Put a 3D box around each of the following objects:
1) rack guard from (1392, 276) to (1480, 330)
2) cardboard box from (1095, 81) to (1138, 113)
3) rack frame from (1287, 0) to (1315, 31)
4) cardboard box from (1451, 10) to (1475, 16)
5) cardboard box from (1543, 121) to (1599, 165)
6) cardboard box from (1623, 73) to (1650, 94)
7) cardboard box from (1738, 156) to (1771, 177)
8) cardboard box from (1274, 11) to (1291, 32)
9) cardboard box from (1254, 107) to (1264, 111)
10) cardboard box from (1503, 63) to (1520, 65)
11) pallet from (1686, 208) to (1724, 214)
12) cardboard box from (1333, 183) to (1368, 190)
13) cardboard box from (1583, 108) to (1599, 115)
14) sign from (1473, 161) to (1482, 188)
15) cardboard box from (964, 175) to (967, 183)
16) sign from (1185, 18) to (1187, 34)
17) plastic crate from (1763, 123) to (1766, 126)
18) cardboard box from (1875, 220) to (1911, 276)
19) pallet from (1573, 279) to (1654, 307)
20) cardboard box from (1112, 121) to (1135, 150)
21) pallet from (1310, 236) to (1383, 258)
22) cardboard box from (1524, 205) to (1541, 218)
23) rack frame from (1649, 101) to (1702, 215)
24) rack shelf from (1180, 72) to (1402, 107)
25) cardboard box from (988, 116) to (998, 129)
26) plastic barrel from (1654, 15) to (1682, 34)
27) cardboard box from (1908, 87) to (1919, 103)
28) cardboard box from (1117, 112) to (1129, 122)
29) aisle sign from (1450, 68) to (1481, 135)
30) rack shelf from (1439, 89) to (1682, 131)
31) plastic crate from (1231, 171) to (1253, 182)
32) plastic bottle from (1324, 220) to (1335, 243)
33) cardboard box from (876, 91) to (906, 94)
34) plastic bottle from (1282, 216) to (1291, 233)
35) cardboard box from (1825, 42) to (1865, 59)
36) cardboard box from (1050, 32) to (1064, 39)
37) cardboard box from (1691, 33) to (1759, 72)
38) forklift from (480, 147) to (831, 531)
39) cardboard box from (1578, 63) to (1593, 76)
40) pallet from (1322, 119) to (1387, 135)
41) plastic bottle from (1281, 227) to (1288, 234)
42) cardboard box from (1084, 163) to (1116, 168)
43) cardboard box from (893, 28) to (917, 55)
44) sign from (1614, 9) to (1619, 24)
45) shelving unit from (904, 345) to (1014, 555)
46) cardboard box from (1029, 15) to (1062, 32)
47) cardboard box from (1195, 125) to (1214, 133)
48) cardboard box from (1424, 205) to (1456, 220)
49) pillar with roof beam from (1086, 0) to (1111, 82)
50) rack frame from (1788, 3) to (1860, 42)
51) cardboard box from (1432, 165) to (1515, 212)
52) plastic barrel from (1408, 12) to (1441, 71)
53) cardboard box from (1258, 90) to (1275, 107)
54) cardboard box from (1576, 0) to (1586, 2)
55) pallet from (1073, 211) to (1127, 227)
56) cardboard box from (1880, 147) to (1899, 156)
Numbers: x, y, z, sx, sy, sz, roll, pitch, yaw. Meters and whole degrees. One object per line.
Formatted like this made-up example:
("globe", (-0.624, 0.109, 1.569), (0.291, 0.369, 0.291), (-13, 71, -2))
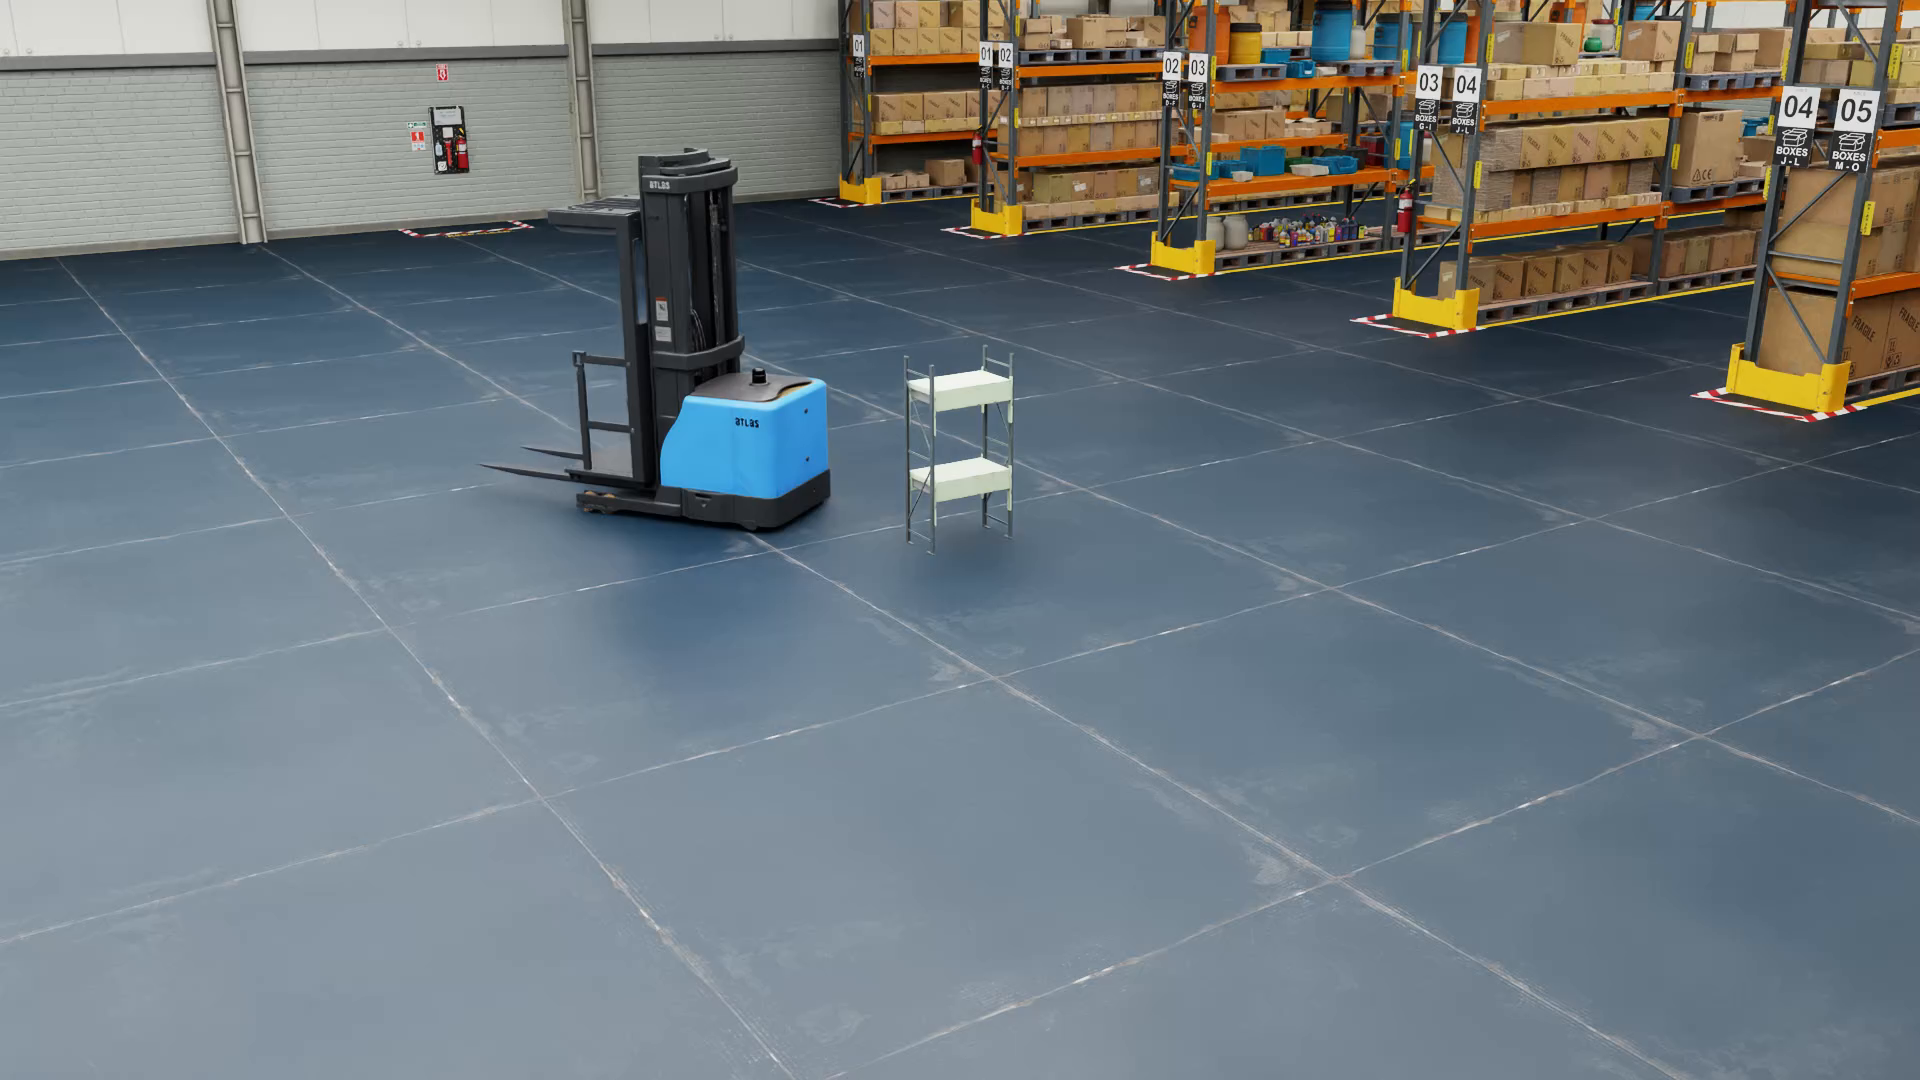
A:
("rack guard", (6.171, -3.087, 21.594), (0.348, 0.500, 1.175), (-12, 22, -31))
("cardboard box", (2.796, -8.017, 30.094), (0.500, 0.500, 0.700), (-12, 22, -31))
("rack frame", (7.957, -13.188, 38.203), (0.127, 3.000, 1.000), (-12, 22, -31))
("cardboard box", (10.223, -10.667, 34.462), (0.600, 0.600, 0.600), (-14, 23, -36))
("cardboard box", (7.969, -5.208, 21.784), (0.500, 0.500, 0.500), (-12, 22, -31))
("cardboard box", (8.769, -6.073, 22.074), (0.500, 0.250, 0.500), (-11, 22, -30))
("cardboard box", (11.545, -5.436, 24.194), (0.258, 0.266, 0.396), (-13, 22, -33))
("cardboard box", (7.162, -11.897, 38.225), (0.500, 0.500, 0.700), (-13, 23, -34))
("cardboard box", (6.745, -9.889, 38.173), (0.250, 0.149, 0.380), (-13, 22, -33))
("cardboard box", (7.090, -6.081, 21.478), (0.250, 0.149, 0.380), (-12, 22, -31))
("pallet", (13.998, -6.515, 32.186), (1.213, 0.211, 1.003), (-12, 22, -31))
("cardboard box", (7.881, -7.345, 33.503), (0.500, 0.500, 0.500), (-11, 22, -29))
("cardboard box", (13.801, -9.622, 36.866), (0.500, 0.500, 0.500), (-11, 22, -30))
("sign", (6.406, -4.522, 20.587), (0.005, 0.325, 0.100), (-12, 22, -31))
("cardboard box", (-0.071, -7.518, 34.564), (0.250, 0.149, 0.380), (-14, 23, -36))
("sign", (4.913, -11.162, 36.086), (0.005, 0.325, 0.100), (-12, 22, -31))
("plastic crate", (16.046, -8.314, 33.472), (0.298, 0.136, 0.250), (-12, 22, -31))
("cardboard box", (9.483, -3.164, 17.687), (0.550, 0.550, 0.875), (-12, 22, -31))
("pallet", (8.907, -3.513, 23.307), (1.213, 0.211, 1.003), (-12, 22, -31))
("cardboard box", (2.778, -7.398, 30.288), (0.500, 0.500, 0.700), (-12, 22, -31))
("pallet", (6.140, -4.859, 27.287), (1.213, 0.211, 1.003), (-12, 22, -31))
("cardboard box", (7.323, -4.296, 21.659), (0.250, 0.149, 0.380), (-12, 22, -31))
("rack frame", (13.406, -7.696, 31.325), (0.127, 3.000, 1.000), (-12, 22, -31))
("rack shelf", (5.054, -7.015, 25.750), (4.000, 0.370, 1.077), (-12, 22, -31))
("cardboard box", (0.626, -8.625, 34.277), (0.500, 0.250, 0.500), (-12, 22, -31))
("plastic barrel", (12.755, -9.190, 30.111), (0.600, 0.588, 0.600), (0, 19, 0))
("cardboard box", (9.426, -4.481, 16.712), (0.250, 0.149, 0.380), (-12, 22, -31))
("cardboard box", (2.833, -7.639, 29.987), (0.250, 0.149, 0.380), (-11, 22, -30))
("aisle sign", (6.221, -5.398, 20.469), (0.004, 0.787, 0.394), (-12, 22, -31))
("rack shelf", (7.778, -5.690, 21.831), (4.000, 0.370, 1.077), (-12, 22, -31))
("plastic crate", (4.308, -5.529, 25.327), (0.250, 0.136, 0.298), (-12, 22, -31))
("plastic bottle", (5.915, -4.959, 26.679), (0.185, 0.351, 0.144), (-12, 22, -32))
("cardboard box", (-1.363, -8.752, 33.480), (0.500, 0.500, 0.500), (-12, 22, -31))
("plastic bottle", (5.309, -5.101, 27.099), (0.185, 0.351, 0.144), (-12, 22, -32))
("cardboard box", (9.055, -5.033, 17.099), (0.250, 0.149, 0.380), (-12, 22, -31))
("cardboard box", (1.479, -8.796, 29.257), (0.500, 0.250, 0.500), (-12, 22, -31))
("cardboard box", (10.682, -6.853, 23.332), (0.637, 0.503, 0.797), (-11, 22, -29))
("forklift", (-2.668, -1.750, 13.846), (3.031, 2.935, 1.130), (8, 20, 21))
("cardboard box", (7.964, -6.109, 21.559), (0.250, 0.149, 0.380), (-13, 23, -33))
("pallet", (7.871, -8.364, 33.602), (1.003, 0.211, 1.213), (-12, 22, -31))
("plastic bottle", (5.257, -4.973, 26.953), (0.097, 0.201, 0.097), (0, 19, 0))
("cardboard box", (2.609, -6.690, 30.816), (0.500, 0.500, 0.500), (-12, 22, -31))
("cardboard box", (-1.180, -9.787, 32.640), (0.500, 0.500, 0.500), (-10, 21, -28))
("sign", (14.314, -11.415, 36.259), (0.005, 0.325, 0.100), (-12, 22, -31))
("shelving unit", (-0.006, -0.709, 13.001), (0.755, 1.500, 0.431), (-12, 22, -31))
("cardboard box", (1.776, -10.679, 34.653), (0.500, 0.500, 0.500), (-9, 20, -24))
("cardboard box", (4.636, -7.753, 31.703), (0.258, 0.266, 0.396), (-13, 22, -33))
("cardboard box", (6.232, -4.244, 21.507), (0.250, 0.149, 0.380), (-12, 22, -31))
("pillar with roof beam", (5.422, -11.334, 32.720), (0.400, 9.000, 9.100), (-12, 22, -31))
("rack frame", (12.789, -8.509, 24.362), (0.127, 3.000, 1.000), (-12, 22, -31))
("cardboard box", (6.582, -4.535, 21.356), (0.500, 0.500, 0.875), (-12, 22, -31))
("plastic barrel", (7.576, -8.208, 27.374), (0.600, 0.901, 0.600), (0, 19, 0))
("cardboard box", (6.865, -10.216, 38.128), (0.500, 0.500, 0.500), (-12, 22, -31))
("cardboard box", (13.141, -11.508, 36.200), (0.500, 0.500, 0.700), (-12, 22, -31))
("pallet", (2.296, -5.946, 30.504), (1.213, 0.211, 1.003), (-12, 22, -31))
("cardboard box", (14.200, -5.909, 25.885), (0.500, 0.500, 0.500), (-12, 22, -32))
